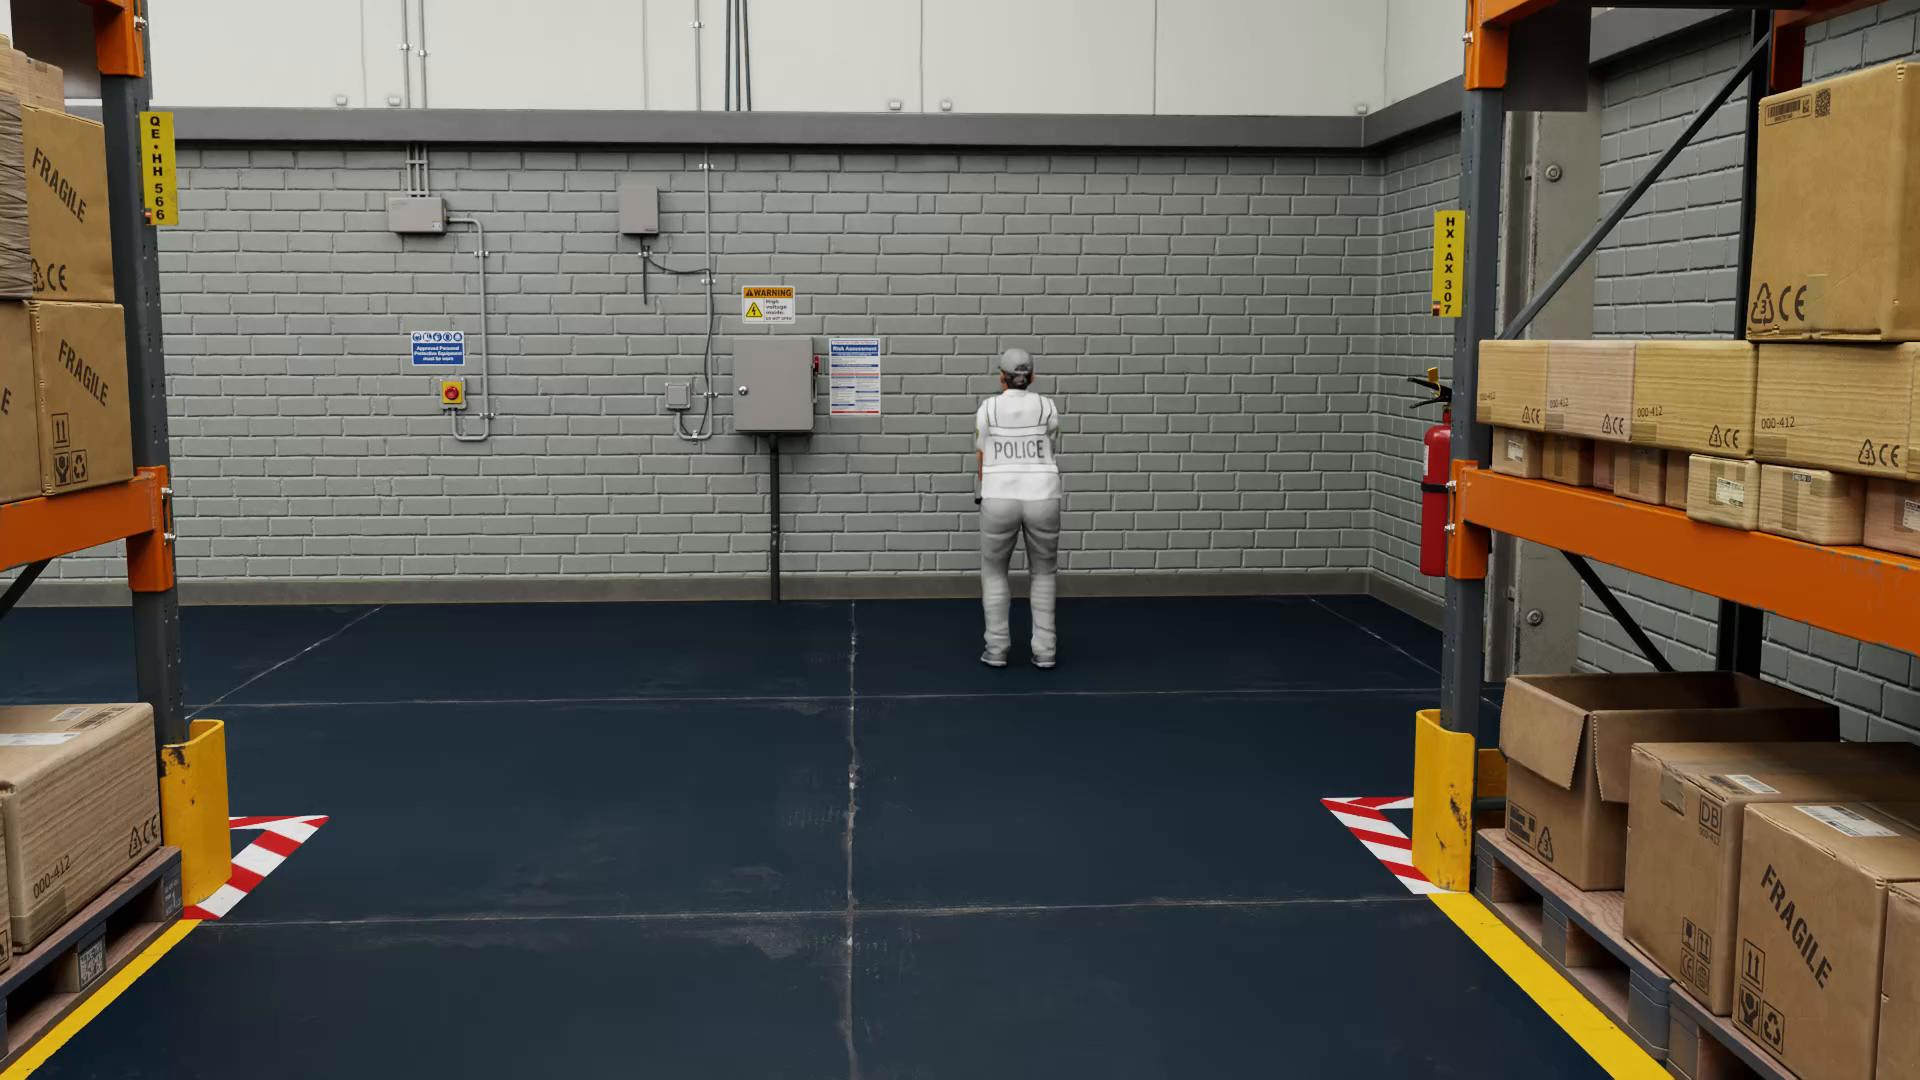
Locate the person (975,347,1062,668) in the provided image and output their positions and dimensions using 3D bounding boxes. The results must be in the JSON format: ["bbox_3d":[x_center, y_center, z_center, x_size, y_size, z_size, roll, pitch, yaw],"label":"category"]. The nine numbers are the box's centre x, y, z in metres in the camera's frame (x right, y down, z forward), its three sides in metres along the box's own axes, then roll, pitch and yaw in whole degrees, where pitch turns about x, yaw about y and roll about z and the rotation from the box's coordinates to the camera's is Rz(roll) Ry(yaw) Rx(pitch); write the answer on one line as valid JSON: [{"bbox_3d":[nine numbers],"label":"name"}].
[{"bbox_3d":[0.297,-0.168,8.660,0.445,1.663,0.552,-1,7,-5],"label":"person"}]
